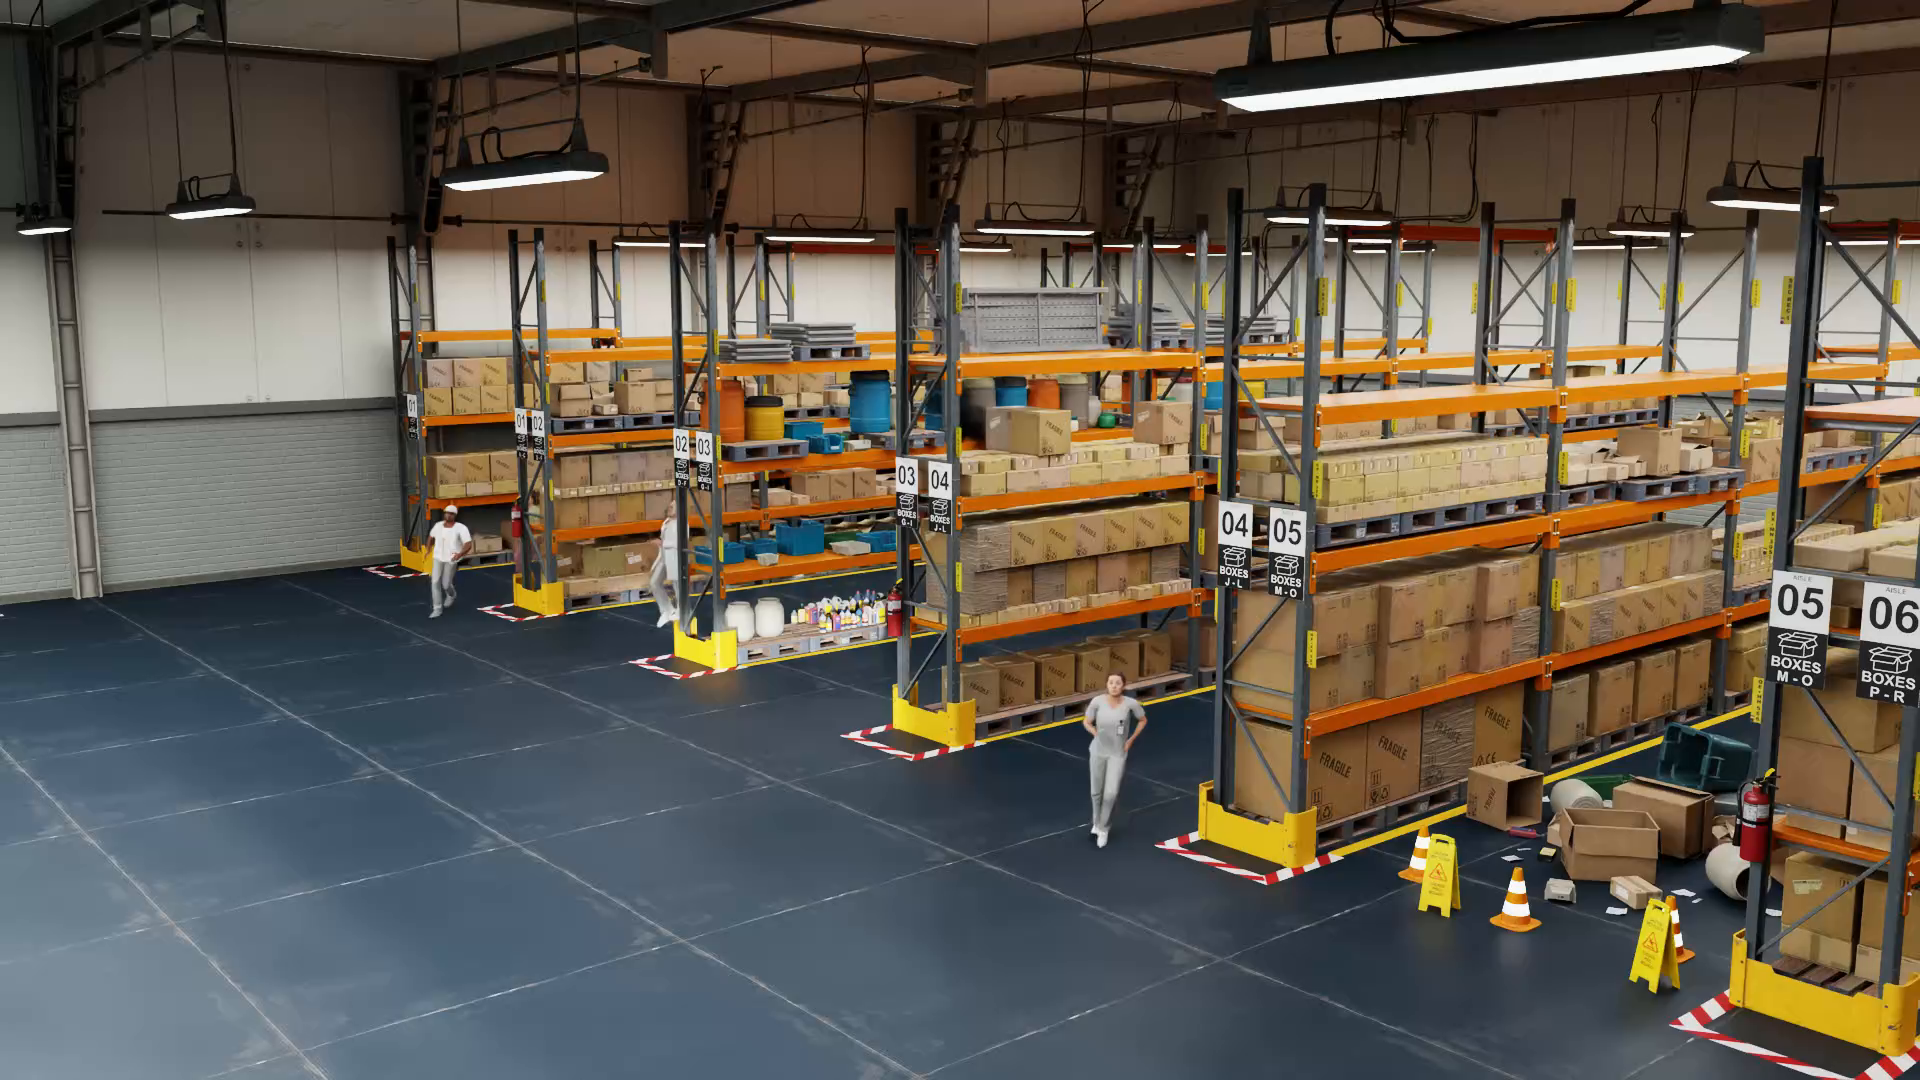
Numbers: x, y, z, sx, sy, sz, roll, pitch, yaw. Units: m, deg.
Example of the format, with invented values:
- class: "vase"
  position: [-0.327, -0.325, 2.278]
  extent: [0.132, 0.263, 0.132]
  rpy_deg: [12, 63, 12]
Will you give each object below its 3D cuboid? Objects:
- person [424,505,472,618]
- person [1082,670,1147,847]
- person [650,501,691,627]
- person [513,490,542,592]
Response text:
- class: "person"
  position: [-8.060, 0.326, 26.096]
  extent: [0.746, 1.730, 0.705]
  rpy_deg: [1, 9, 6]
- class: "person"
  position: [1.408, 2.015, 15.358]
  extent: [0.570, 1.680, 0.683]
  rpy_deg: [3, 9, 17]
- class: "person"
  position: [-4.182, 0.349, 24.007]
  extent: [0.660, 1.842, 0.677]
  rpy_deg: [8, 12, 43]
- class: "person"
  position: [-7.256, 0.000, 28.256]
  extent: [0.550, 1.719, 0.761]
  rpy_deg: [7, 11, 39]
